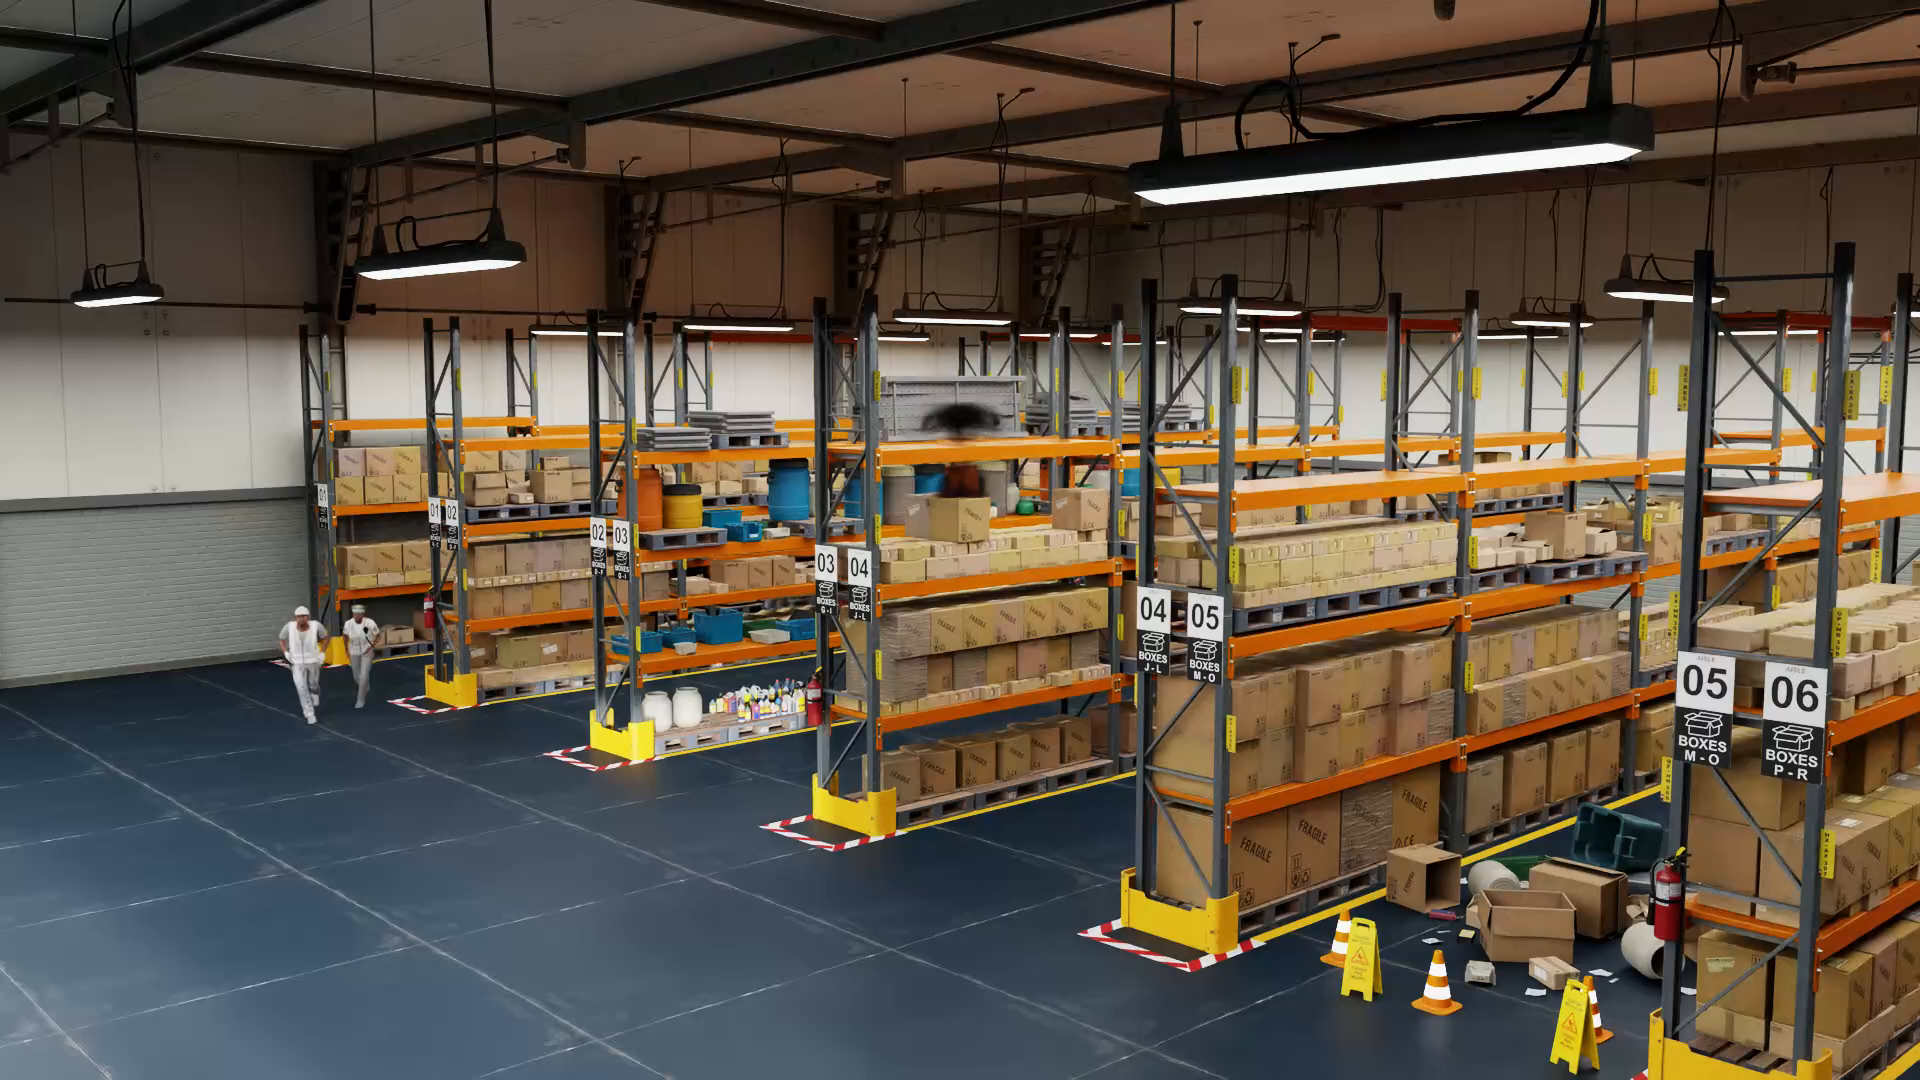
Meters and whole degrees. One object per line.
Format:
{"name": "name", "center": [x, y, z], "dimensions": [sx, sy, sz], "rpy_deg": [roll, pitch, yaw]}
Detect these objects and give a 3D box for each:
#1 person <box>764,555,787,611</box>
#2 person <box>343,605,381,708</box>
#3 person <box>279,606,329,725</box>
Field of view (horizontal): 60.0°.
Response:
{"name": "person", "center": [-3.661, 1.074, 32.653], "dimensions": [0.615, 1.609, 0.668], "rpy_deg": [3, 7, 30]}
{"name": "person", "center": [-9.267, 1.772, 25.808], "dimensions": [0.566, 1.610, 0.703], "rpy_deg": [-1, 6, -12]}
{"name": "person", "center": [-9.742, 1.812, 24.729], "dimensions": [0.684, 1.738, 0.960], "rpy_deg": [-2, 6, -15]}
